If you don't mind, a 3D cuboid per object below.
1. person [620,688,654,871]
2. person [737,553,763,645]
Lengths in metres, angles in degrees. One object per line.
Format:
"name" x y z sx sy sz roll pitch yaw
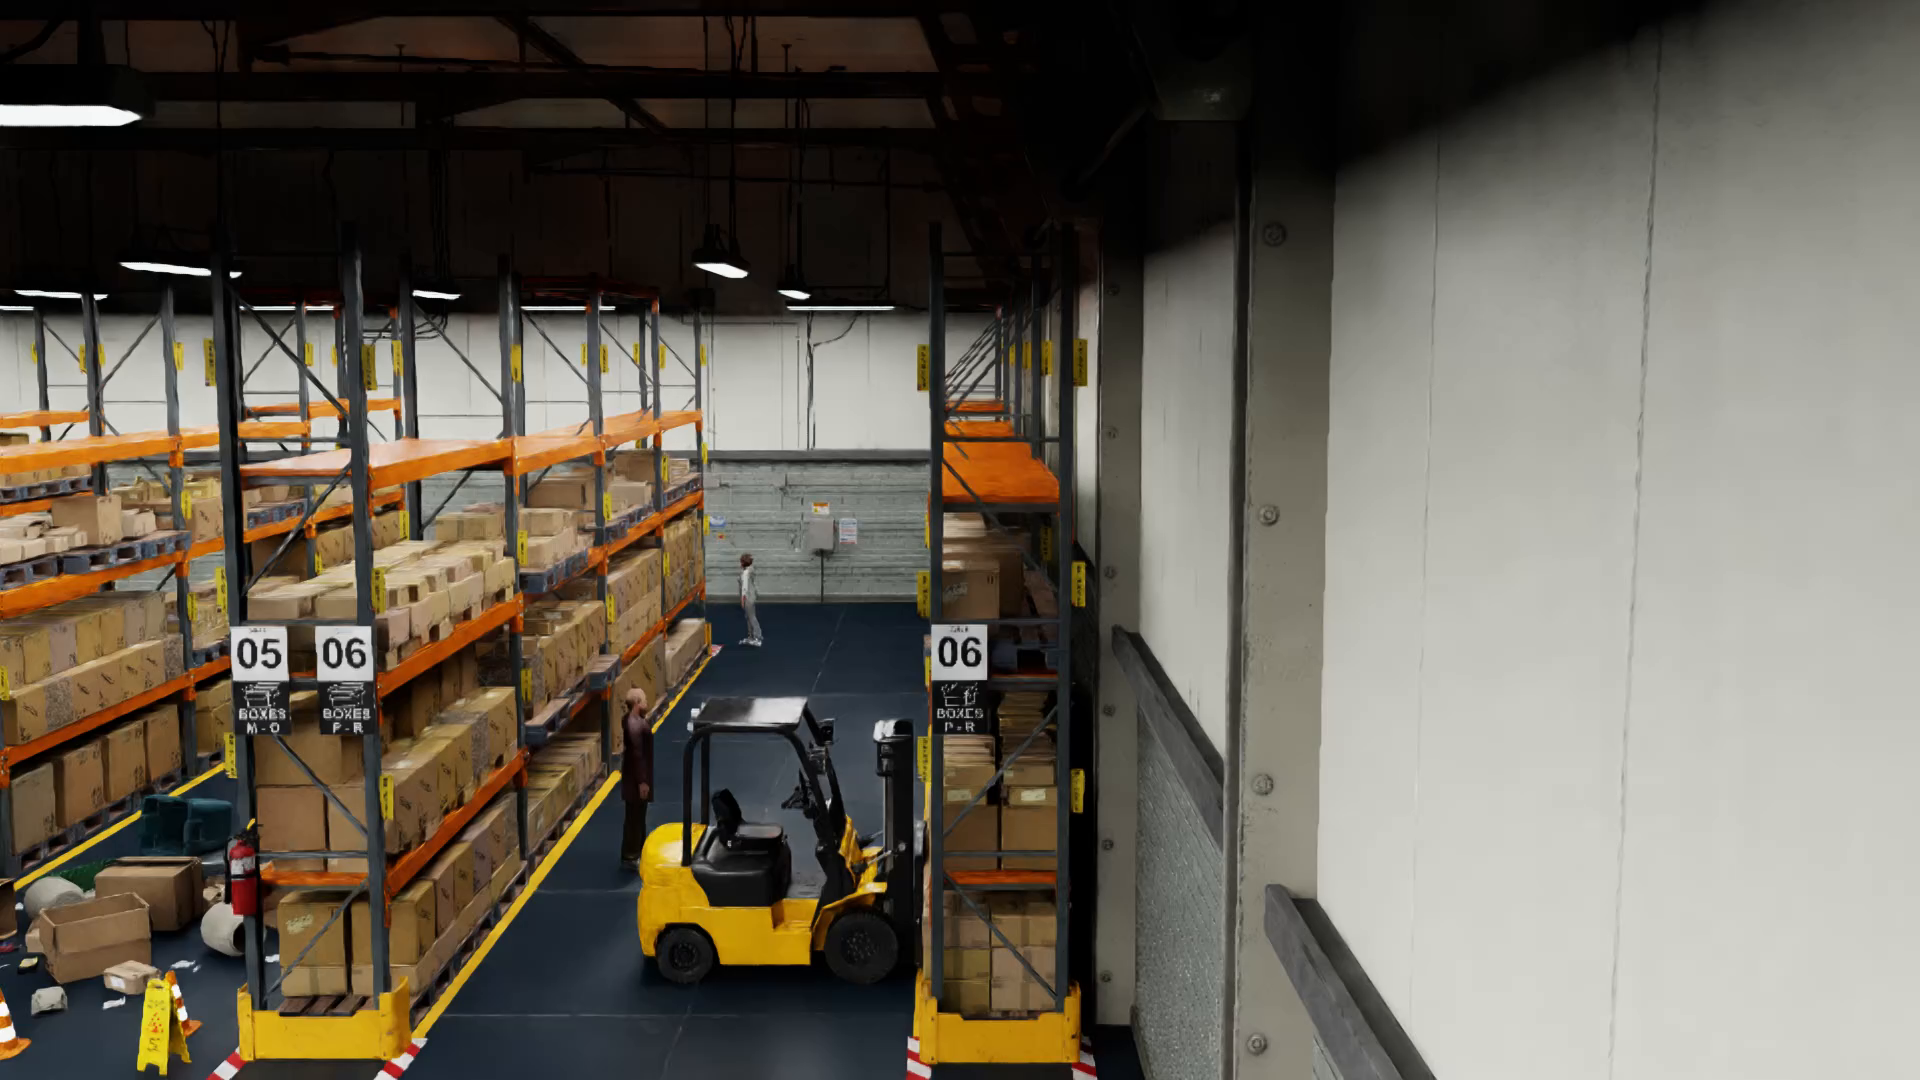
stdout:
"person" -3.173 2.341 16.502 0.448 1.779 0.669 -2 7 -18
"person" -3.642 1.019 28.778 0.442 1.599 0.448 1 7 8
